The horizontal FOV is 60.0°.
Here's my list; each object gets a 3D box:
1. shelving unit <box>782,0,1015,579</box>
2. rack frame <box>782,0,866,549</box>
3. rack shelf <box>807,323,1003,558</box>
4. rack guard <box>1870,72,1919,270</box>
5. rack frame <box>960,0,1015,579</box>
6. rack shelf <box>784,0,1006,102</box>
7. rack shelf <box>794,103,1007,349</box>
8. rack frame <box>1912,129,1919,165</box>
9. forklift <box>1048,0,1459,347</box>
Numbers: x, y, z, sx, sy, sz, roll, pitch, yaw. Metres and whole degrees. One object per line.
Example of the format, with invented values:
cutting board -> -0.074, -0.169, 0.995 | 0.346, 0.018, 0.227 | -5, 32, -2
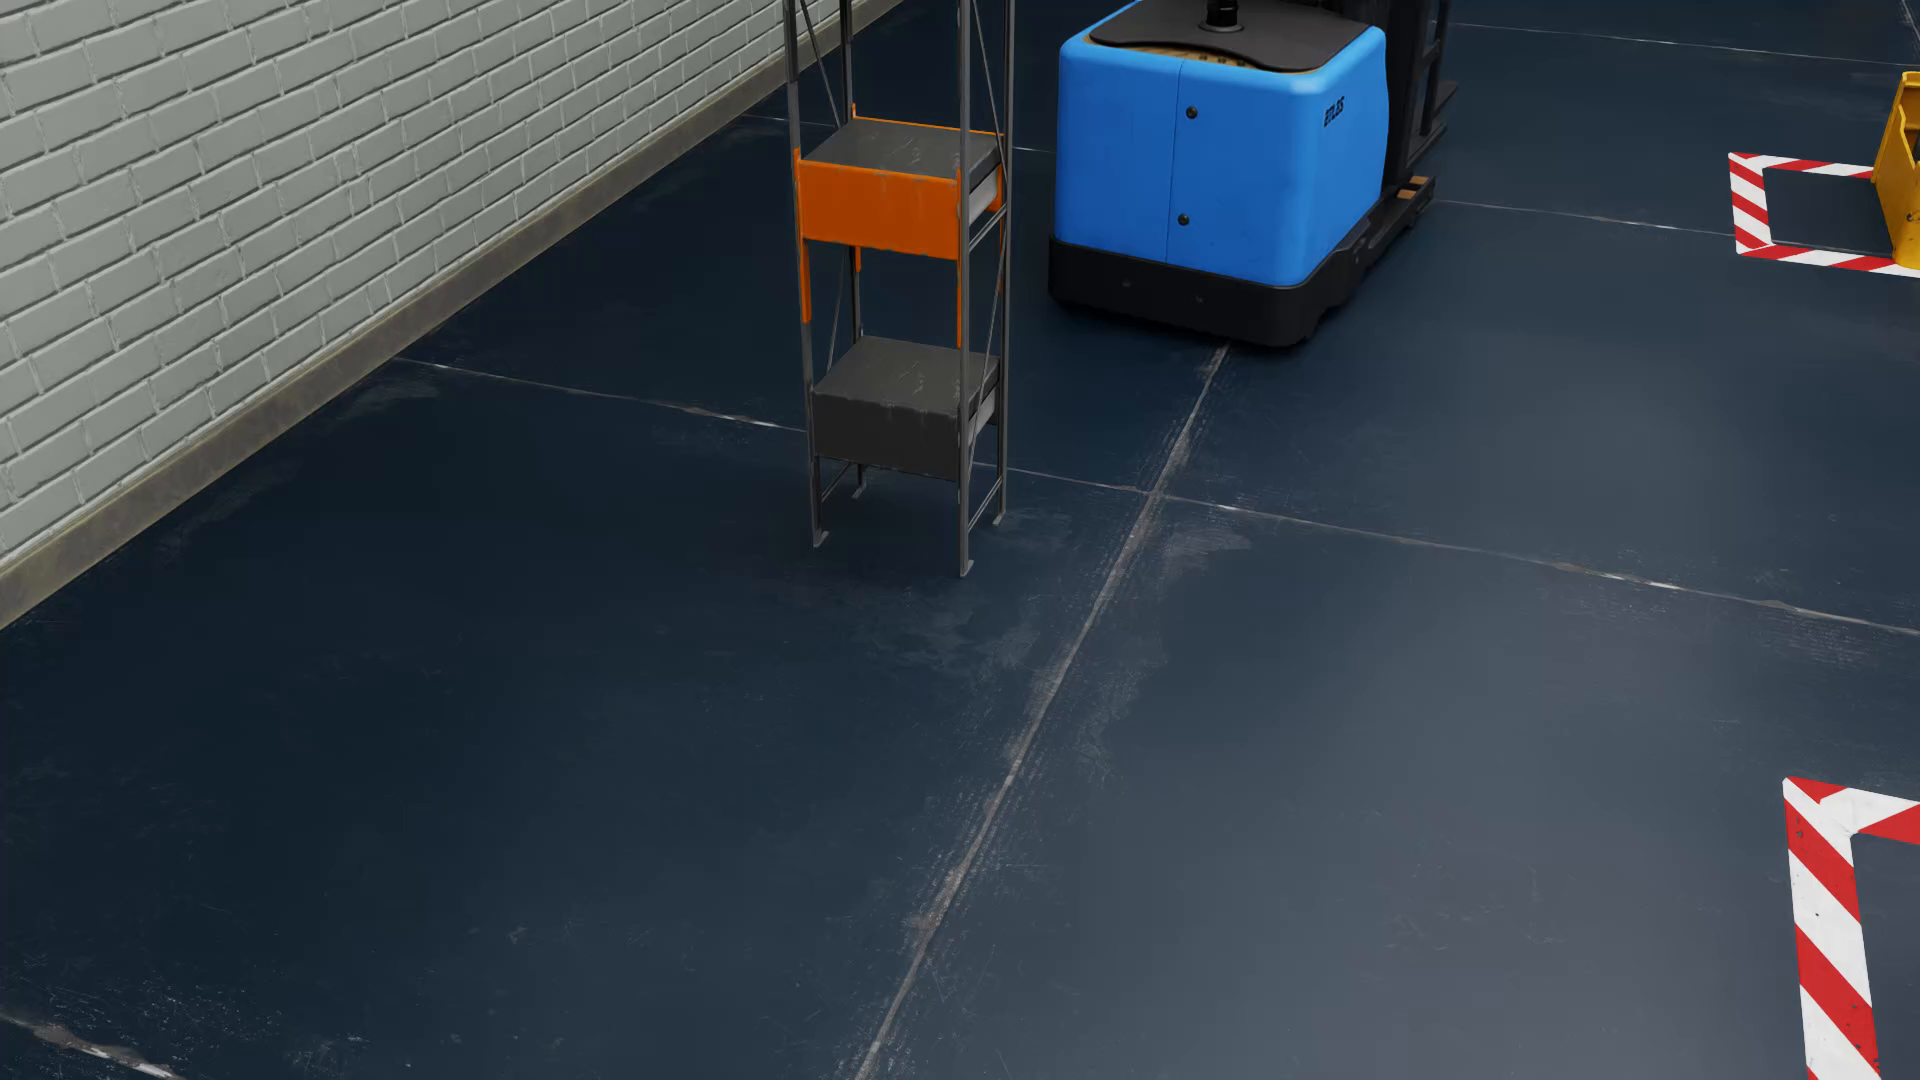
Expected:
shelving unit -> -0.156, -0.912, 4.727 | 0.503, 2.100, 0.431 | 11, 34, 16
rack frame -> -0.386, -0.957, 4.797 | 0.015, 2.100, 0.400 | 11, 34, 16
rack shelf -> -0.156, -0.313, 5.114 | 0.480, 0.518, 0.431 | 11, 34, 16
rack guard -> 4.319, -1.633, 7.319 | 0.348, 0.500, 1.175 | 11, 34, 16
rack frame -> 0.074, -0.868, 4.658 | 0.015, 2.100, 0.400 | 11, 34, 16
rack shelf -> -0.156, -1.489, 4.355 | 0.480, 0.518, 0.431 | 11, 34, 16
rack shelf -> -0.156, -0.901, 4.735 | 0.480, 0.518, 0.431 | 11, 34, 16
rack frame -> 4.342, -2.679, 6.634 | 0.127, 3.000, 1.000 | 11, 34, 16
forklift -> 1.502, -2.731, 6.778 | 1.130, 2.935, 3.031 | 17, 36, 24
